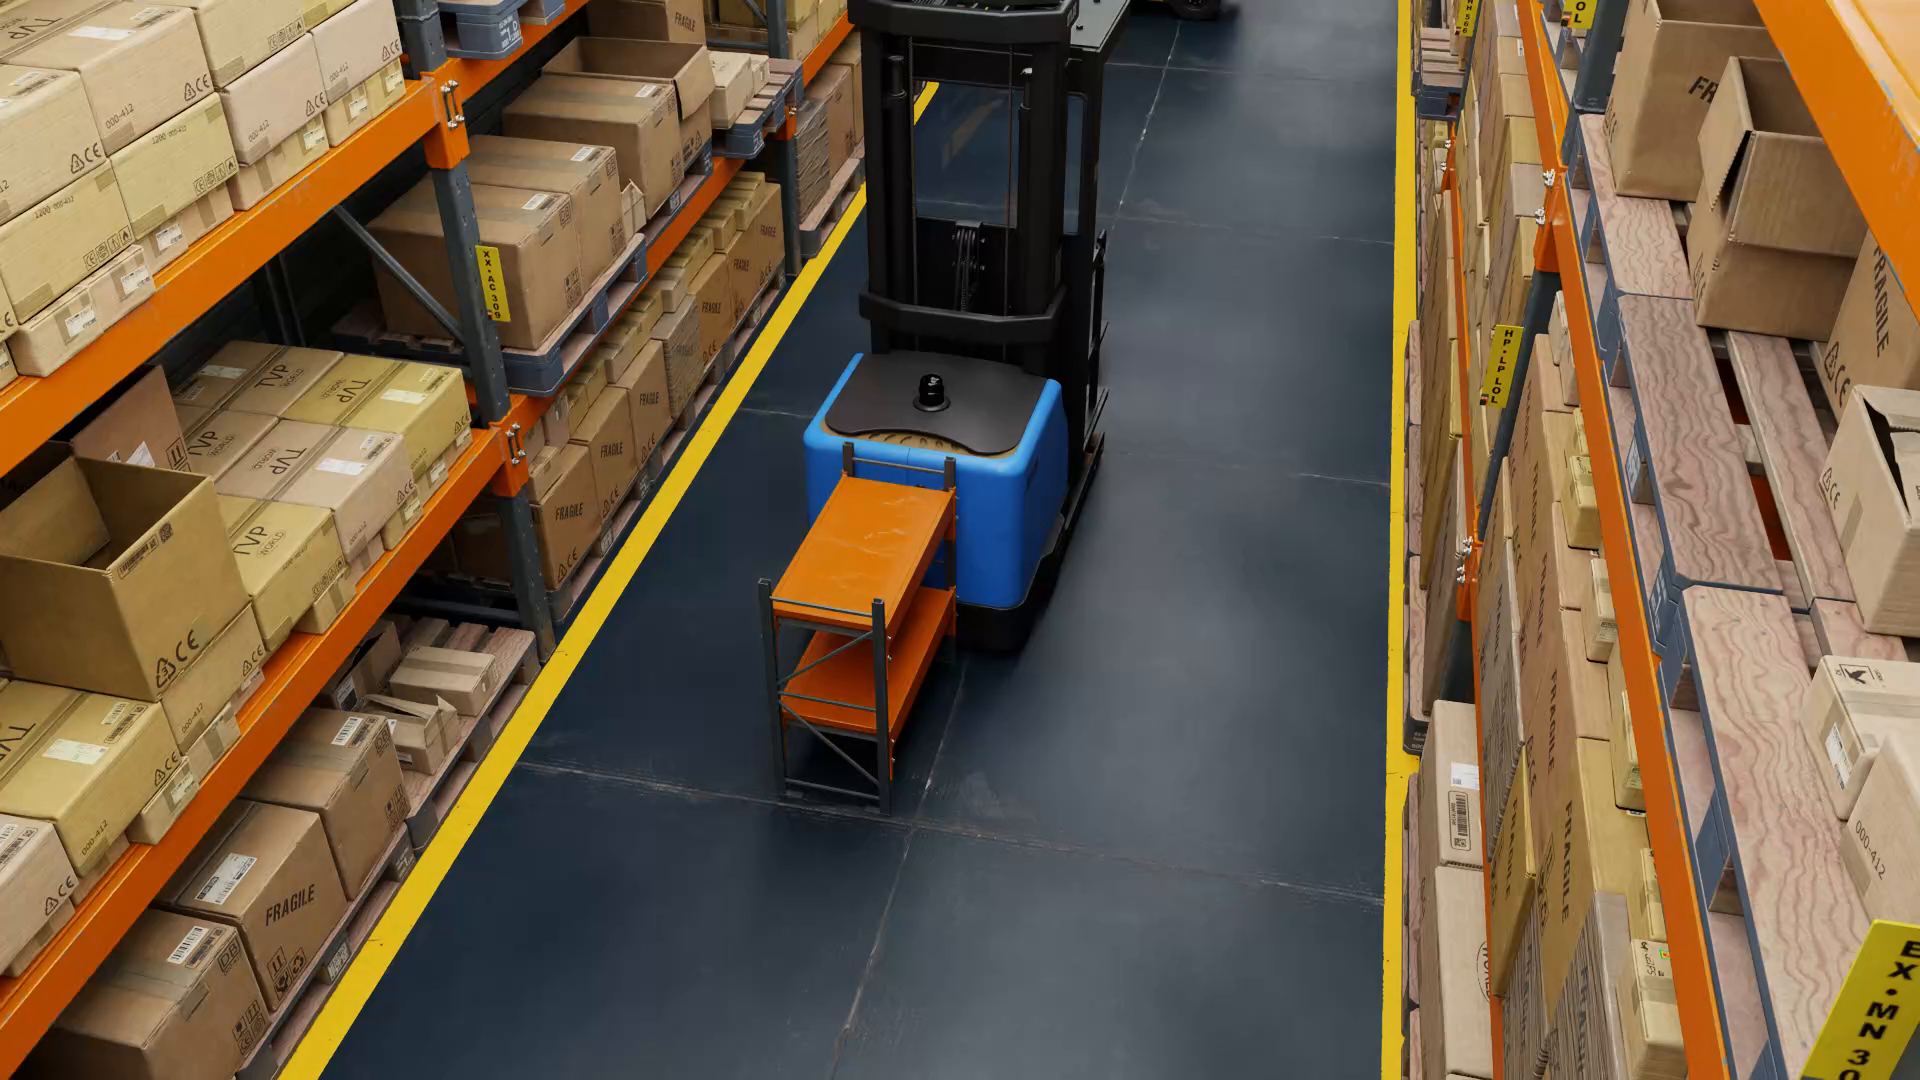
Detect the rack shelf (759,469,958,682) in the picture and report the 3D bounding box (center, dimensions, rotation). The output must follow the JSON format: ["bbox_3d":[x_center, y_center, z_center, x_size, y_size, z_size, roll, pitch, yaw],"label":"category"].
[{"bbox_3d":[-0.397,0.125,6.890,0.538,0.278,1.000,9,37,12],"label":"rack shelf"}]

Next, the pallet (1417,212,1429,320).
[{"bbox_3d":[3.475,-1.725,10.721,1.003,0.211,1.213,7,37,10],"label":"pallet"}]

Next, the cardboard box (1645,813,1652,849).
[{"bbox_3d":[1.702,0.654,3.572,0.380,0.149,0.250,7,37,10],"label":"cardboard box"}]

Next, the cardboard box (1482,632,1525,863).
[{"bbox_3d":[1.872,0.655,4.976,0.500,0.500,0.500,8,37,10],"label":"cardboard box"}]

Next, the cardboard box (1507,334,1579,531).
[{"bbox_3d":[2.114,-0.316,5.463,0.500,0.500,0.500,8,37,10],"label":"cardboard box"}]

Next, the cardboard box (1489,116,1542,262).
[{"bbox_3d":[2.533,-1.432,7.003,0.500,0.500,0.500,8,37,11],"label":"cardboard box"}]

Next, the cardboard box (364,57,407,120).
[{"bbox_3d":[-2.186,-1.603,5.834,0.380,0.149,0.250,7,37,10],"label":"cardboard box"}]

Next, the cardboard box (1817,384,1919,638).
[{"bbox_3d":[1.966,-0.061,3.125,0.500,0.311,0.500,8,37,11],"label":"cardboard box"}]

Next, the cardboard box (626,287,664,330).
[{"bbox_3d":[-1.814,-1.241,8.896,0.380,0.149,0.250,7,37,10],"label":"cardboard box"}]

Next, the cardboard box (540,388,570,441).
[{"bbox_3d":[-2.053,-0.602,7.760,0.380,0.149,0.250,6,36,8],"label":"cardboard box"}]

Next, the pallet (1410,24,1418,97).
[{"bbox_3d":[4.270,-3.960,13.804,1.003,0.211,1.213,7,37,10],"label":"pallet"}]

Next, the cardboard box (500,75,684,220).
[{"bbox_3d":[-1.798,-1.940,8.198,0.700,0.500,0.500,7,37,10],"label":"cardboard box"}]

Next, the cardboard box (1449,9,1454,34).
[{"bbox_3d":[3.205,-3.149,10.165,0.380,0.149,0.250,6,36,8],"label":"cardboard box"}]

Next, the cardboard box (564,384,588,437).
[{"bbox_3d":[-2.034,-0.643,8.071,0.380,0.149,0.250,6,36,8],"label":"cardboard box"}]

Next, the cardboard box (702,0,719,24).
[{"bbox_3d":[-1.719,-3.461,10.441,0.500,0.250,0.500,8,37,11],"label":"cardboard box"}]

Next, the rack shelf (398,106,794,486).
[{"bbox_3d":[-1.971,-1.589,8.769,1.077,0.370,4.000,7,37,10],"label":"rack shelf"}]

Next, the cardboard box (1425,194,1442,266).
[{"bbox_3d":[3.437,-1.835,10.378,0.950,0.372,0.625,5,36,7],"label":"cardboard box"}]

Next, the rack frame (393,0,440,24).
[{"bbox_3d":[-2.398,-3.163,5.216,1.000,3.000,0.127,7,37,10],"label":"rack frame"}]

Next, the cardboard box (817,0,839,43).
[{"bbox_3d":[-1.098,-3.477,10.890,0.500,0.250,0.500,7,36,9],"label":"cardboard box"}]

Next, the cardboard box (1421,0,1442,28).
[{"bbox_3d":[4.025,-4.433,13.427,0.500,0.500,0.500,7,36,9],"label":"cardboard box"}]

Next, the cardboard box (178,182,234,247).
[{"bbox_3d":[-2.450,-1.021,5.030,0.380,0.149,0.250,9,37,12],"label":"cardboard box"}]

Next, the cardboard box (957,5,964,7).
[{"bbox_3d":[-0.262,-4.612,14.313,0.500,0.250,0.500,8,37,10],"label":"cardboard box"}]

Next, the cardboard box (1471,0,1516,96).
[{"bbox_3d":[2.962,-2.600,8.614,0.500,0.500,0.500,6,36,8],"label":"cardboard box"}]

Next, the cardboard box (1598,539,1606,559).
[{"bbox_3d":[1.907,0.066,4.384,0.380,0.149,0.250,7,37,10],"label":"cardboard box"}]

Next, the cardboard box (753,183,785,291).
[{"bbox_3d":[-1.424,-1.915,10.379,0.500,0.500,0.500,8,37,11],"label":"cardboard box"}]

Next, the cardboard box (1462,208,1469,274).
[{"bbox_3d":[2.746,-1.500,8.162,0.500,0.250,0.500,8,37,12],"label":"cardboard box"}]

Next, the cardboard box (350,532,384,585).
[{"bbox_3d":[-2.368,0.034,6.132,0.380,0.149,0.250,8,37,11],"label":"cardboard box"}]

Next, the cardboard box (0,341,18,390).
[{"bbox_3d":[-2.660,-0.436,4.223,0.380,0.149,0.250,7,37,9],"label":"cardboard box"}]

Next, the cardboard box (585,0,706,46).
[{"bbox_3d":[-1.806,-2.962,9.608,0.500,0.500,0.500,9,37,12],"label":"cardboard box"}]

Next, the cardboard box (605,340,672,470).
[{"bbox_3d":[-1.860,-0.733,8.747,0.500,0.500,0.500,6,36,9],"label":"cardboard box"}]

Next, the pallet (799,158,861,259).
[{"bbox_3d":[-1.329,-2.365,11.603,1.003,0.211,1.213,7,37,10],"label":"pallet"}]

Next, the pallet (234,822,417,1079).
[{"bbox_3d":[-2.804,1.491,6.284,1.003,0.211,1.213,7,37,10],"label":"pallet"}]

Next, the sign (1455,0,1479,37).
[{"bbox_3d":[2.774,-2.906,9.055,0.100,0.325,0.005,7,37,10],"label":"sign"}]

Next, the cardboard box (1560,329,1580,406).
[{"bbox_3d":[2.092,-0.524,5.197,0.380,0.149,0.250,8,37,11],"label":"cardboard box"}]

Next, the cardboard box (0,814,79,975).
[{"bbox_3d":[-2.785,0.985,4.480,0.500,0.250,0.500,8,37,10],"label":"cardboard box"}]

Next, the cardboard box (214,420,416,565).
[{"bbox_3d":[-2.361,-0.182,6.089,0.500,0.250,0.500,7,37,10],"label":"cardboard box"}]

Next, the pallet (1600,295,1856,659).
[{"bbox_3d":[2.004,-0.127,3.659,1.003,0.211,1.213,7,37,10],"label":"pallet"}]

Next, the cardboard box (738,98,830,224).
[{"bbox_3d":[-1.397,-2.591,11.205,0.875,0.625,0.625,8,37,11],"label":"cardboard box"}]

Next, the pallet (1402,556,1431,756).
[{"bbox_3d":[2.543,0.564,7.562,1.003,0.211,1.213,7,37,10],"label":"pallet"}]

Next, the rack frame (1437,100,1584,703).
[{"bbox_3d":[2.452,-0.113,6.121,1.000,3.000,0.127,7,37,10],"label":"rack frame"}]

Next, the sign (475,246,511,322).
[{"bbox_3d":[-1.866,-1.020,6.634,0.100,0.325,0.005,7,37,10],"label":"sign"}]

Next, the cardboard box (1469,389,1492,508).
[{"bbox_3d":[2.302,-0.342,6.563,0.500,0.250,0.500,6,36,9],"label":"cardboard box"}]

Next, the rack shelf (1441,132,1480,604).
[{"bbox_3d":[2.879,-0.969,7.914,1.077,0.370,4.000,7,37,10],"label":"rack shelf"}]

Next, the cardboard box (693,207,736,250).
[{"bbox_3d":[-1.529,-1.827,9.704,0.380,0.149,0.250,6,36,8],"label":"cardboard box"}]

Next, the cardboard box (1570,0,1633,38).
[{"bbox_3d":[2.435,-1.994,5.877,0.500,0.311,0.500,7,37,10],"label":"cardboard box"}]

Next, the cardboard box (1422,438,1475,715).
[{"bbox_3d":[2.506,0.211,7.125,0.875,0.875,0.875,8,37,11],"label":"cardboard box"}]

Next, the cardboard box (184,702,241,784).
[{"bbox_3d":[-2.554,0.621,5.321,0.380,0.149,0.250,8,37,11],"label":"cardboard box"}]

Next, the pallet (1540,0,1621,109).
[{"bbox_3d":[2.600,-1.782,6.030,0.805,0.209,1.217,6,36,8],"label":"pallet"}]

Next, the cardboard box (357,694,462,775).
[{"bbox_3d":[-2.306,0.764,6.881,0.396,0.266,0.258,9,37,12],"label":"cardboard box"}]

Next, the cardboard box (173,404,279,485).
[{"bbox_3d":[-2.868,-0.255,6.190,0.500,0.250,0.500,7,37,10],"label":"cardboard box"}]

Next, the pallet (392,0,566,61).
[{"bbox_3d":[-2.190,-2.237,6.655,1.213,0.211,1.003,7,37,10],"label":"pallet"}]

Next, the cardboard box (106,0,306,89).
[{"bbox_3d":[-2.370,-1.599,5.062,0.500,0.250,0.500,7,36,9],"label":"cardboard box"}]

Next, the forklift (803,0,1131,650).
[{"bbox_3d":[0.164,-1.542,8.150,1.130,2.935,3.031,9,37,12],"label":"forklift"}]

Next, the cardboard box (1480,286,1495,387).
[{"bbox_3d":[2.408,-0.826,6.805,0.500,0.250,0.500,8,37,11],"label":"cardboard box"}]

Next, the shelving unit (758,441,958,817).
[{"bbox_3d":[-0.397,0.362,7.062,0.538,1.125,1.048,9,37,12],"label":"shelving unit"}]

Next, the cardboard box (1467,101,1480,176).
[{"bbox_3d":[2.846,-1.993,8.415,0.500,0.250,0.500,8,37,11],"label":"cardboard box"}]

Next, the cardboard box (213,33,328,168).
[{"bbox_3d":[-2.357,-1.401,5.215,0.500,0.250,0.500,6,36,8],"label":"cardboard box"}]

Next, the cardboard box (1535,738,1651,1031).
[{"bbox_3d":[1.660,0.842,3.866,0.500,0.500,0.500,7,37,10],"label":"cardboard box"}]
